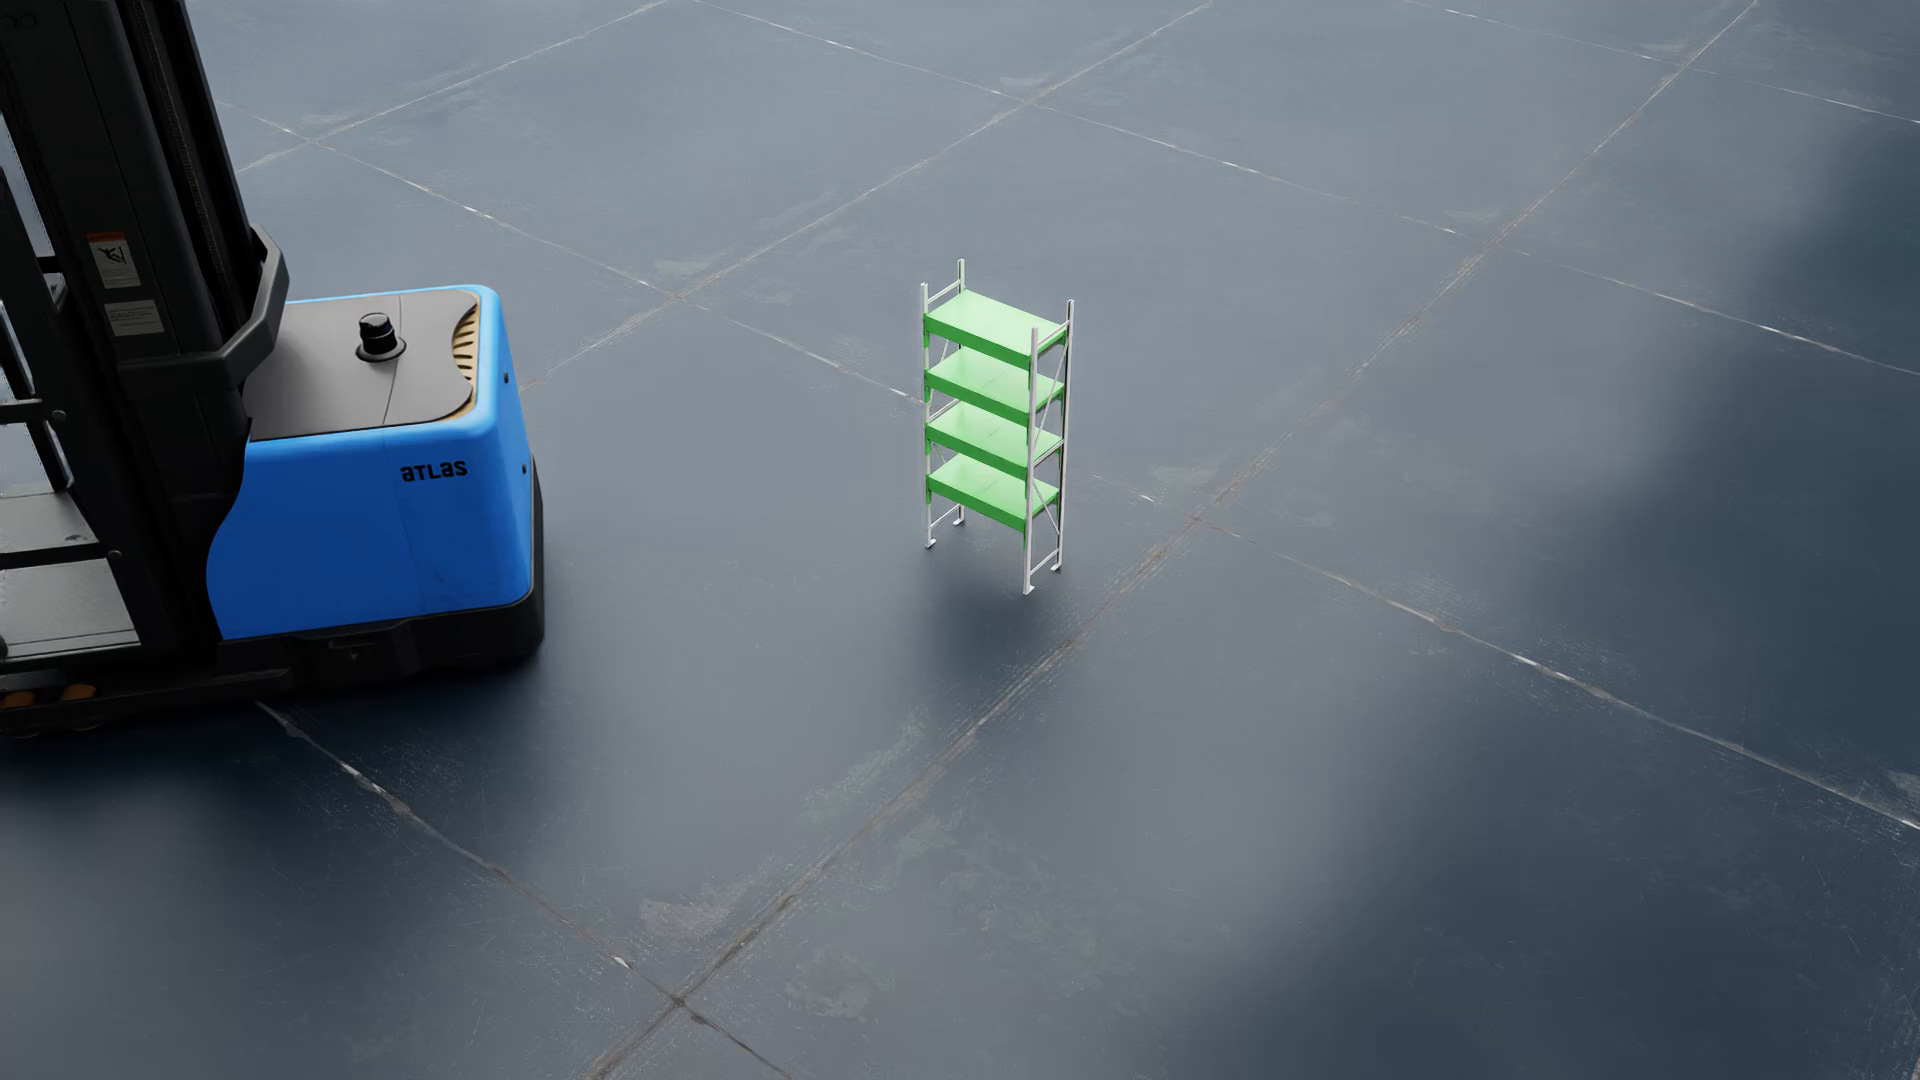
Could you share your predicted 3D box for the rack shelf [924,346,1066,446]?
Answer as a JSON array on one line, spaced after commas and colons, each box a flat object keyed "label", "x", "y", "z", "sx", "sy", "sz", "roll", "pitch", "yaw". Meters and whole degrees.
[{"label": "rack shelf", "x": 0.132, "y": -0.549, "z": 6.192, "sx": 0.480, "sy": 0.148, "sz": 0.258, "roll": 25, "pitch": 45, "yaw": 29}]

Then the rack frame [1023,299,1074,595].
[{"label": "rack frame", "x": 0.325, "y": -0.319, "z": 6.184, "sx": 0.015, "sy": 1.200, "sz": 0.240, "roll": 25, "pitch": 45, "yaw": 29}]

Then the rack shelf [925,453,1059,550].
[{"label": "rack shelf", "x": 0.131, "y": -0.171, "z": 6.488, "sx": 0.480, "sy": 0.148, "sz": 0.258, "roll": 25, "pitch": 45, "yaw": 29}]

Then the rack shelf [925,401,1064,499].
[{"label": "rack shelf", "x": 0.132, "y": -0.360, "z": 6.340, "sx": 0.480, "sy": 0.148, "sz": 0.258, "roll": 25, "pitch": 45, "yaw": 29}]

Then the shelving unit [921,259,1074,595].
[{"label": "shelving unit", "x": 0.132, "y": -0.410, "z": 6.301, "sx": 0.503, "sy": 1.200, "sz": 0.258, "roll": 25, "pitch": 45, "yaw": 29}]

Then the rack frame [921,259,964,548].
[{"label": "rack frame", "x": -0.062, "y": -0.502, "z": 6.418, "sx": 0.015, "sy": 1.200, "sz": 0.240, "roll": 25, "pitch": 45, "yaw": 29}]

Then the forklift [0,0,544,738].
[{"label": "forklift", "x": -3.115, "y": -0.812, "z": 5.410, "sx": 3.031, "sy": 2.935, "sz": 1.130, "roll": -7, "pitch": 39, "yaw": -9}]

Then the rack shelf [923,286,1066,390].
[{"label": "rack shelf", "x": 0.132, "y": -0.738, "z": 6.044, "sx": 0.480, "sy": 0.148, "sz": 0.258, "roll": 25, "pitch": 45, "yaw": 29}]
